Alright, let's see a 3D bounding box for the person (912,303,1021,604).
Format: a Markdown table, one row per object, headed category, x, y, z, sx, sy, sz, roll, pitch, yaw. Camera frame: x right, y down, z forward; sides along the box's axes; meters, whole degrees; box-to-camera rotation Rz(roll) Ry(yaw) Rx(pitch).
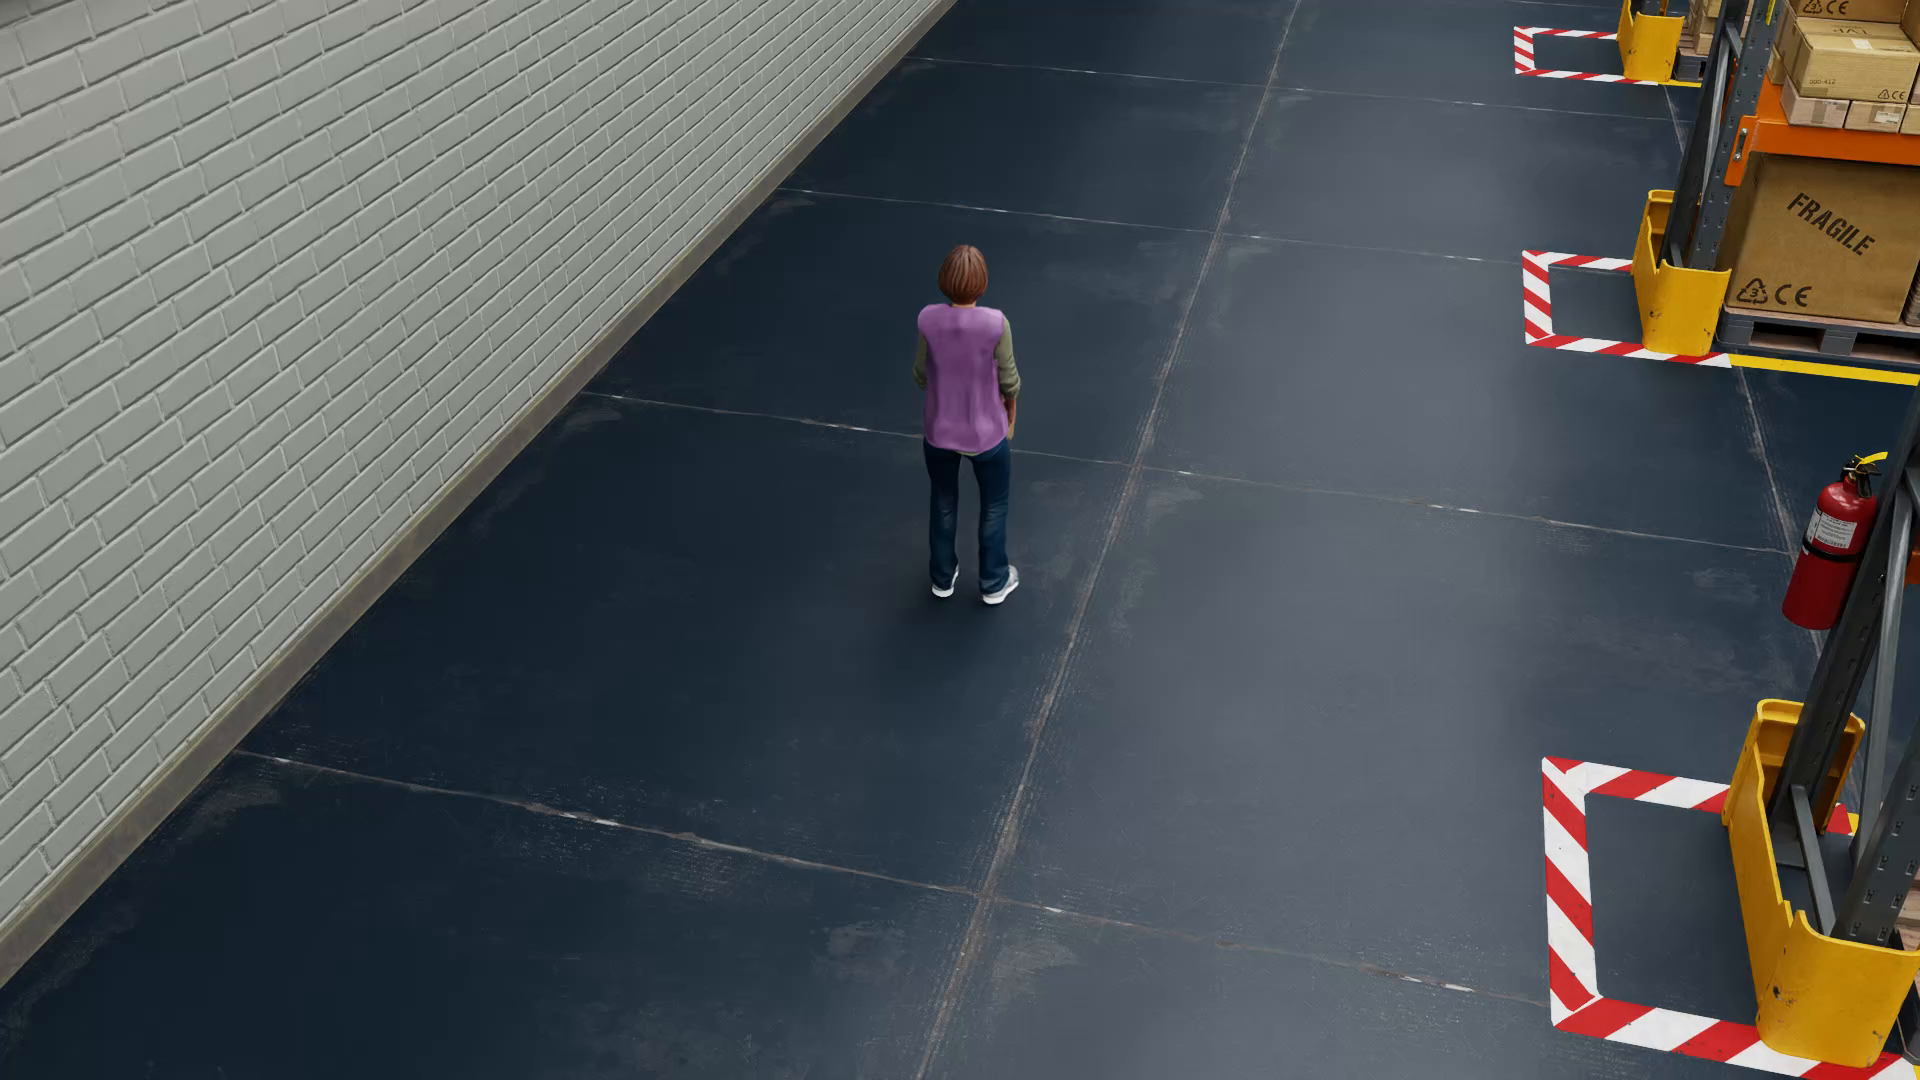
| category | x | y | z | sx | sy | sz | roll | pitch | yaw |
| --- | --- | --- | --- | --- | --- | --- | --- | --- | --- |
| person | 0.026 | -0.359 | 6.889 | 0.444 | 1.381 | 0.338 | 8 | 34 | 11 |
